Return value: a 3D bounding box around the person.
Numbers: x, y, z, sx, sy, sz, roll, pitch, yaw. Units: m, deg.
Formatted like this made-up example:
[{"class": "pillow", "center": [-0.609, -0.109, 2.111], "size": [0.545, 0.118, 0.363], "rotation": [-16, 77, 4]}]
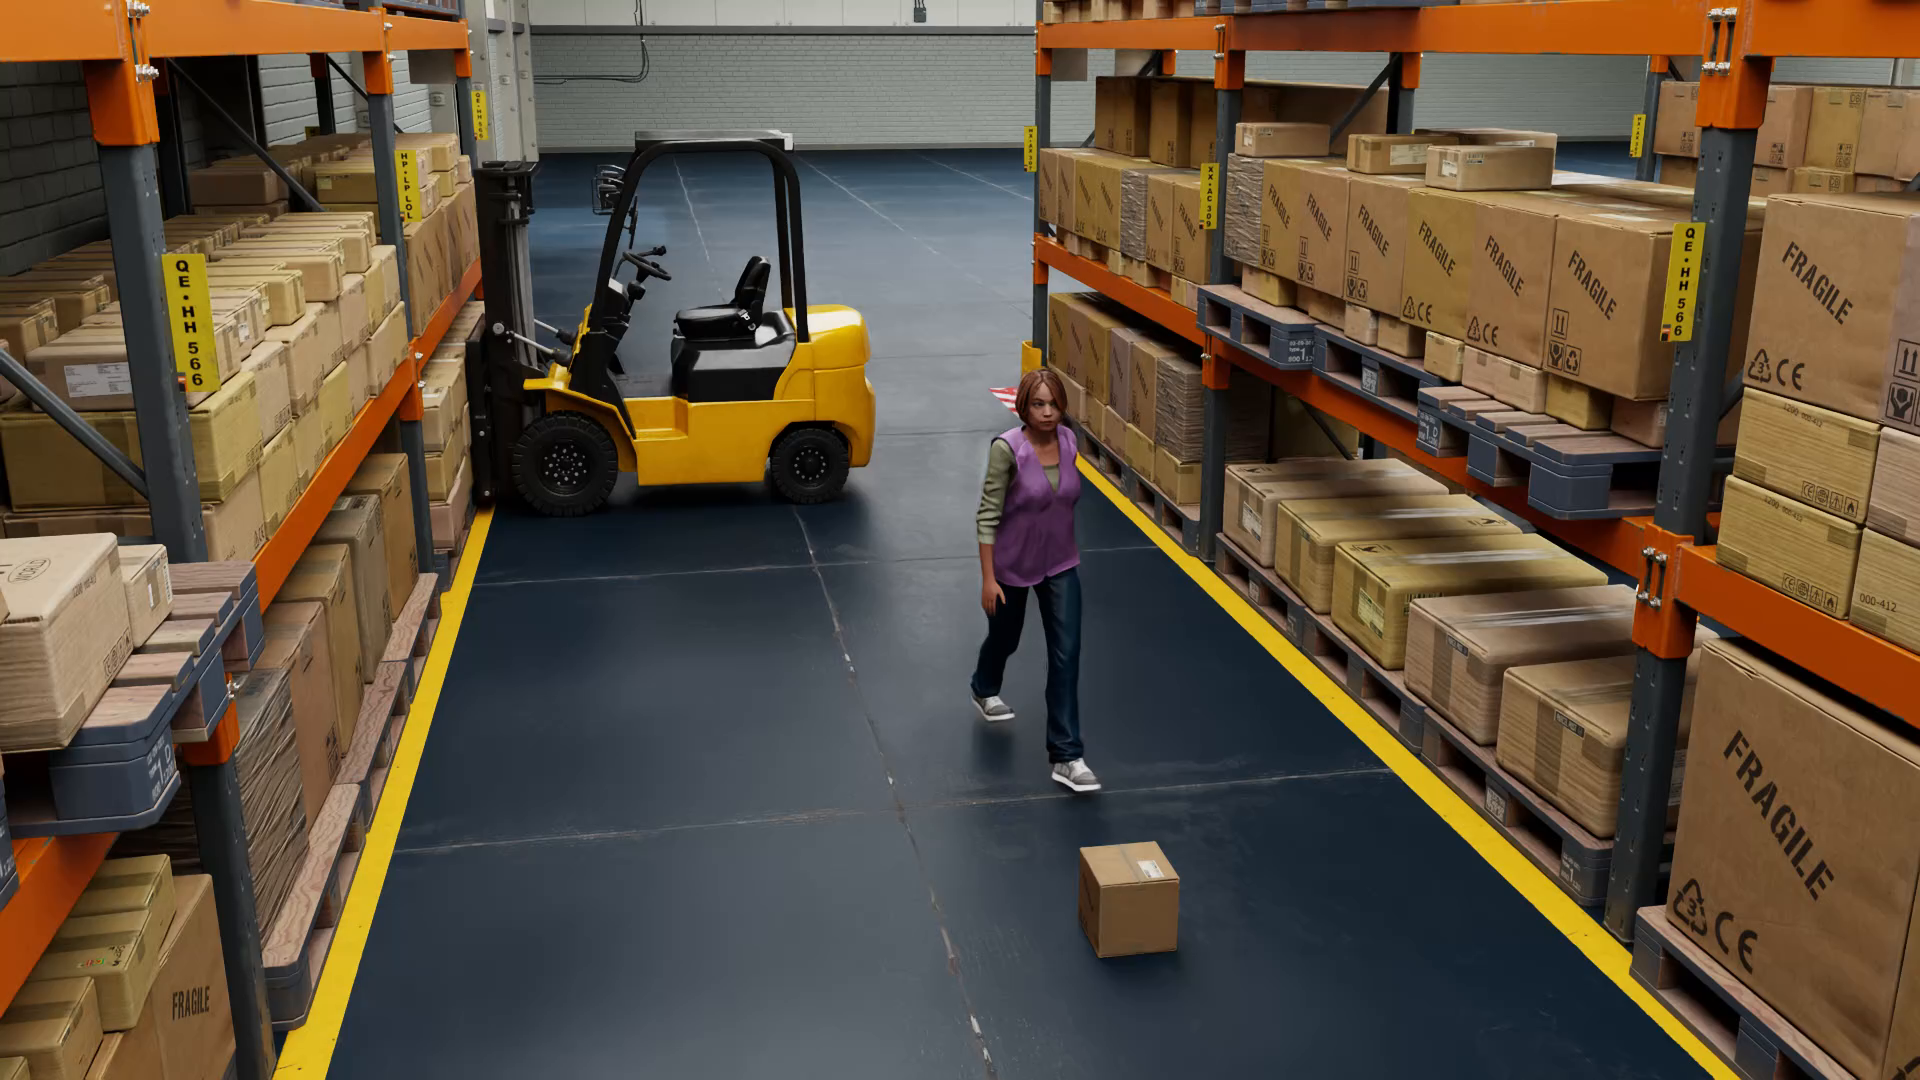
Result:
[{"class": "person", "center": [0.250, 0.105, 6.250], "size": [0.431, 1.535, 0.947], "rotation": [-6, 18, -18]}]
